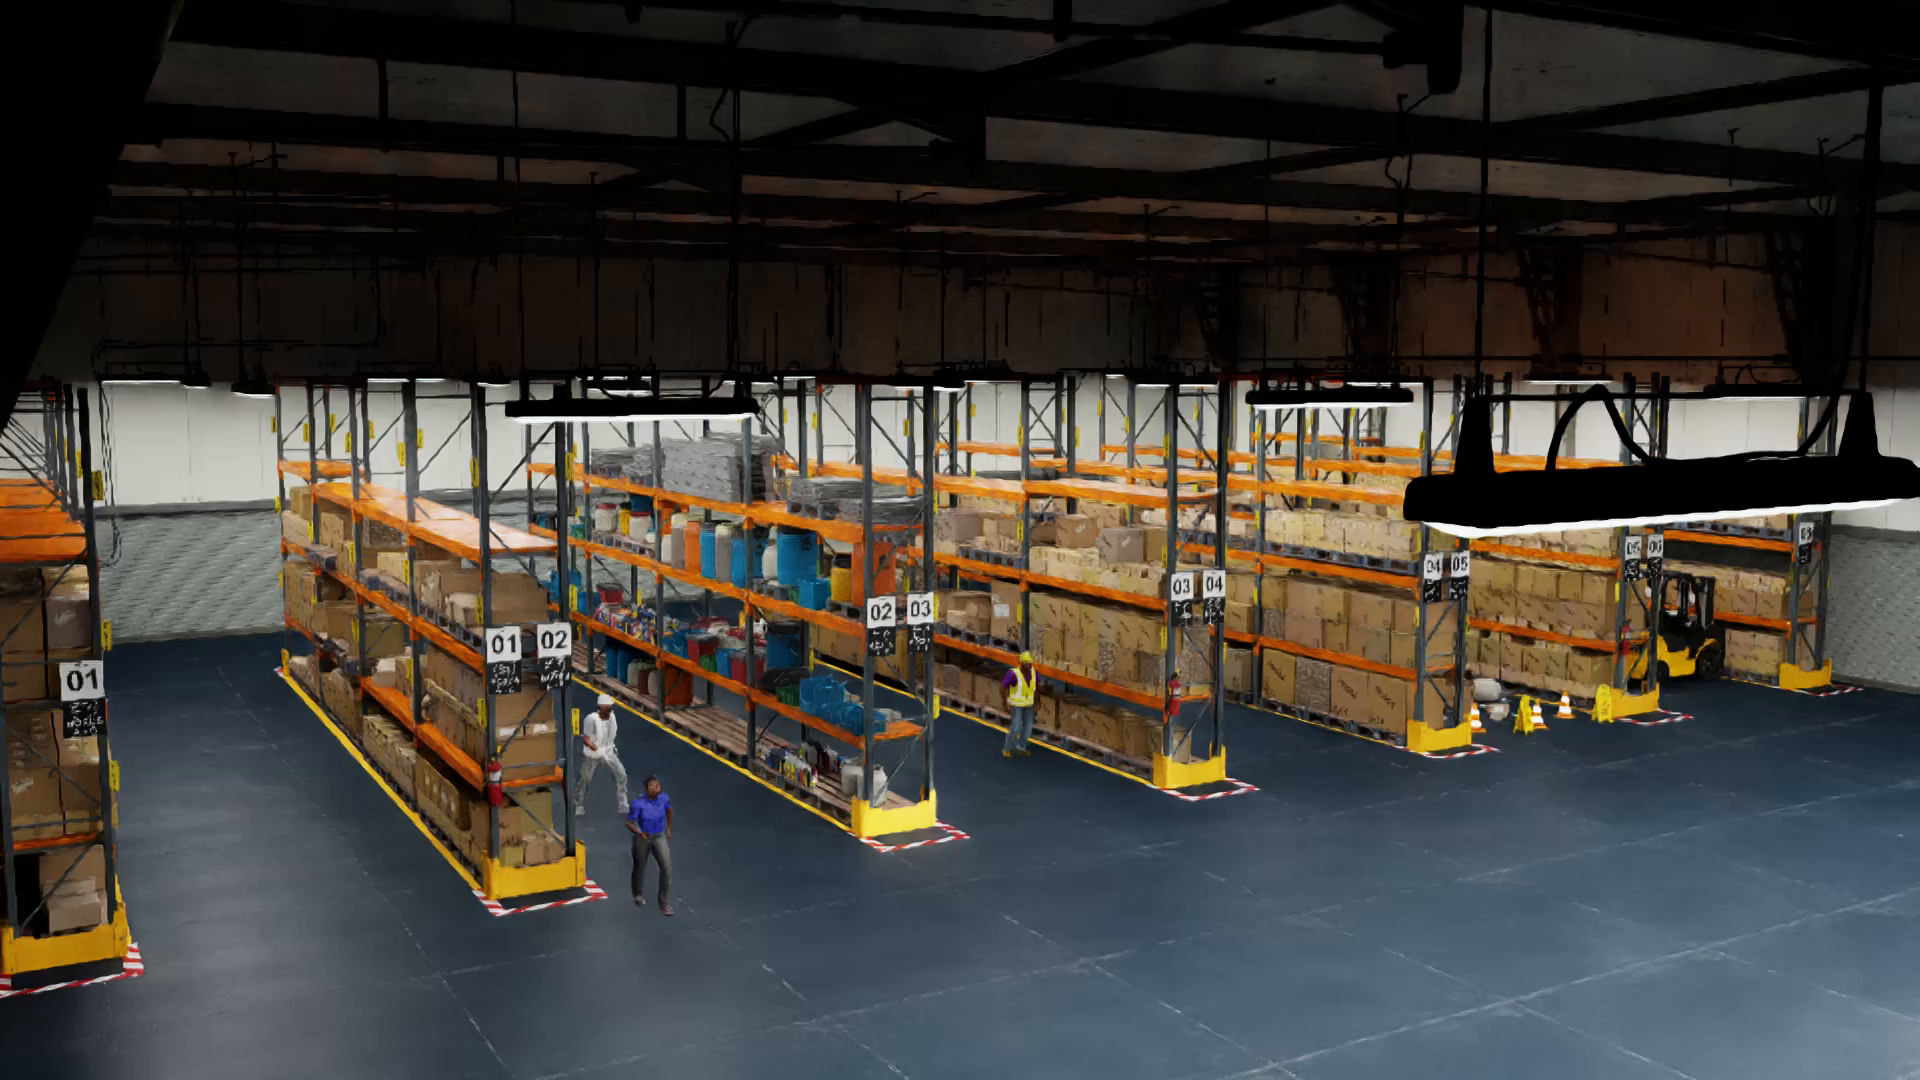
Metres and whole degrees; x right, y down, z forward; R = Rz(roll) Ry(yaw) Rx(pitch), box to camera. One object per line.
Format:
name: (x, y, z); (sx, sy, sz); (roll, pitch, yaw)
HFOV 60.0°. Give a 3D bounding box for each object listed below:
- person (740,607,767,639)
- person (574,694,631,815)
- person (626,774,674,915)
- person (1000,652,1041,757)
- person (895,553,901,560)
person: (-3.922, 2.065, 31.780); (0.625, 1.611, 0.575); (-4, 7, -32)
person: (-4.966, 2.954, 22.994); (0.817, 1.714, 0.701); (5, 8, 41)
person: (-3.554, 3.455, 19.111); (0.603, 1.590, 0.831); (-3, 7, -25)
person: (0.972, 2.605, 26.374); (0.719, 1.715, 0.578); (-4, 7, -30)
person: (-1.505, 1.151, 39.479); (0.598, 1.698, 1.193); (-3, 7, -27)
